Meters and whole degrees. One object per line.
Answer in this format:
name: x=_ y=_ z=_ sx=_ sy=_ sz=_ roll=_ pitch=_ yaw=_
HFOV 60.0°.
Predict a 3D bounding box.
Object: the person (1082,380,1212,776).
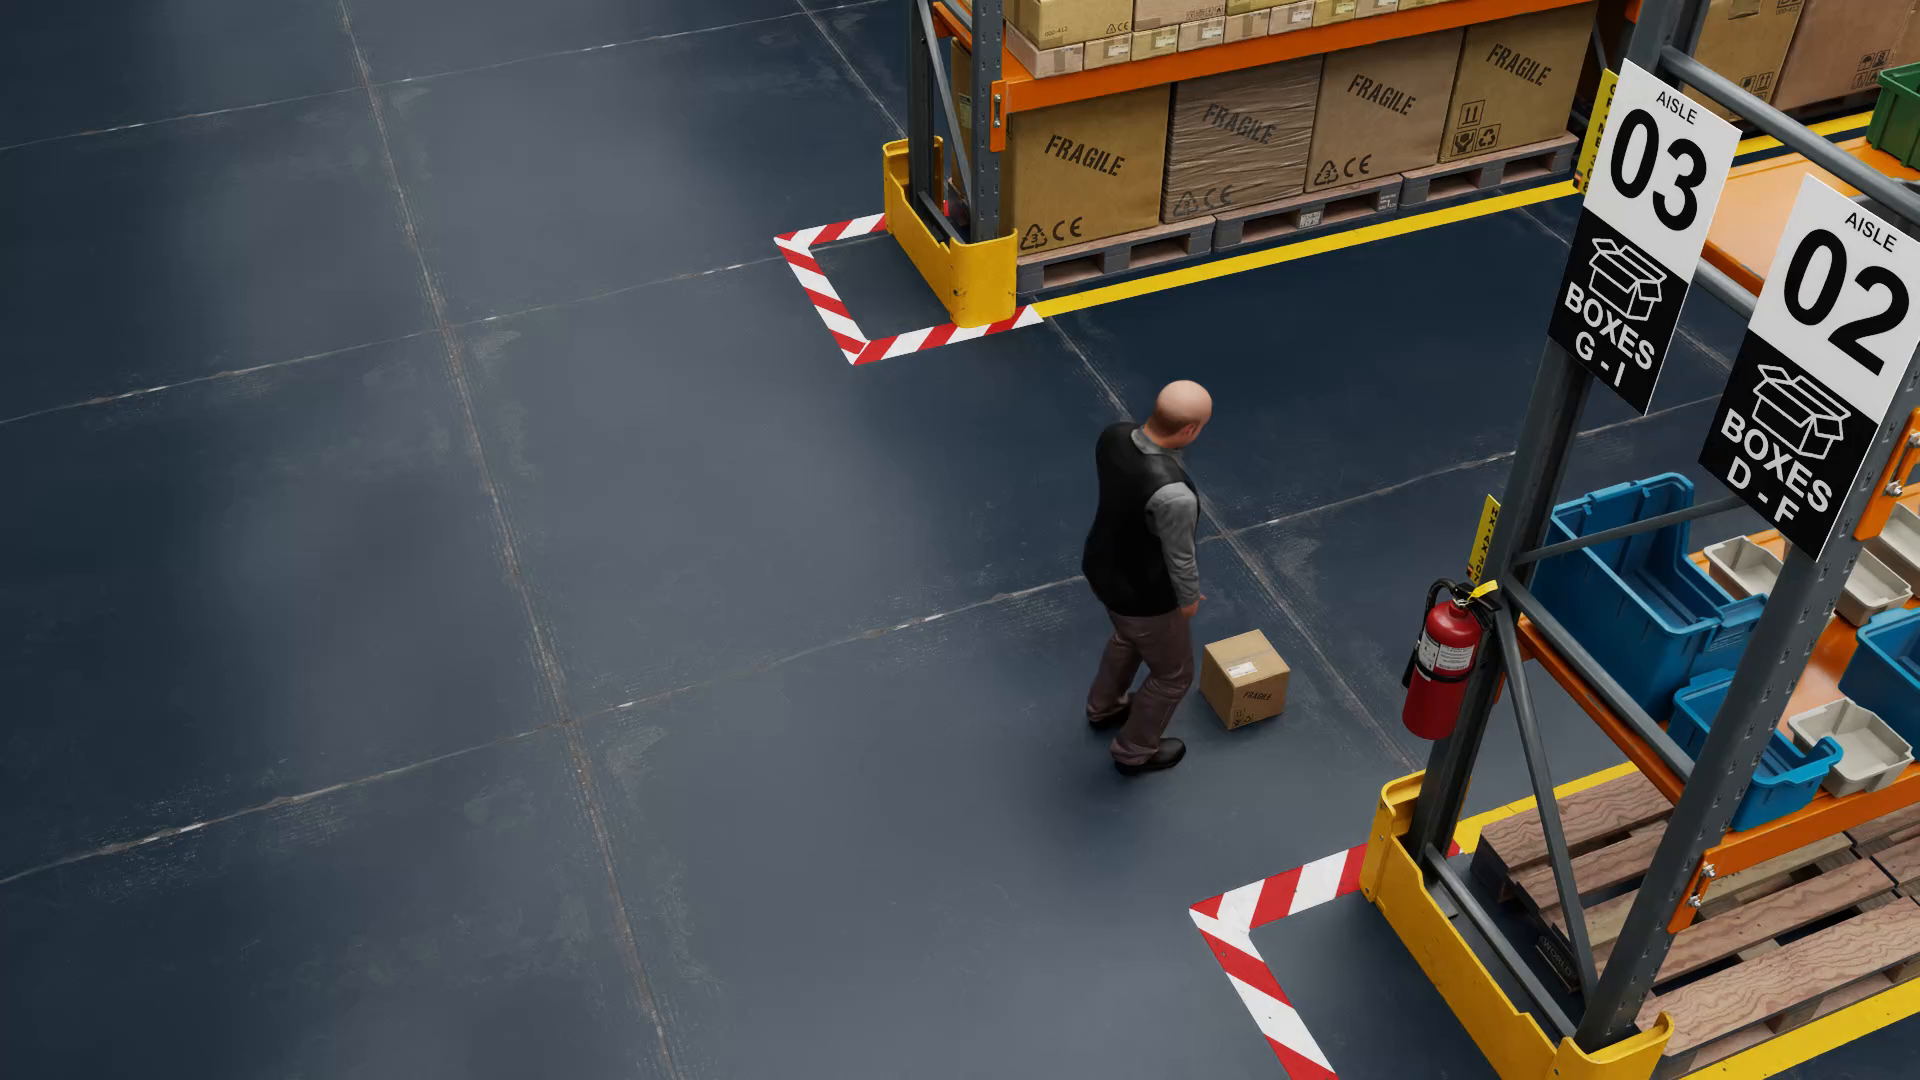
person: x=0.667 y=0.136 z=6.065 sx=0.423 sy=1.679 sz=0.556 roll=-14 pitch=43 yaw=-16
